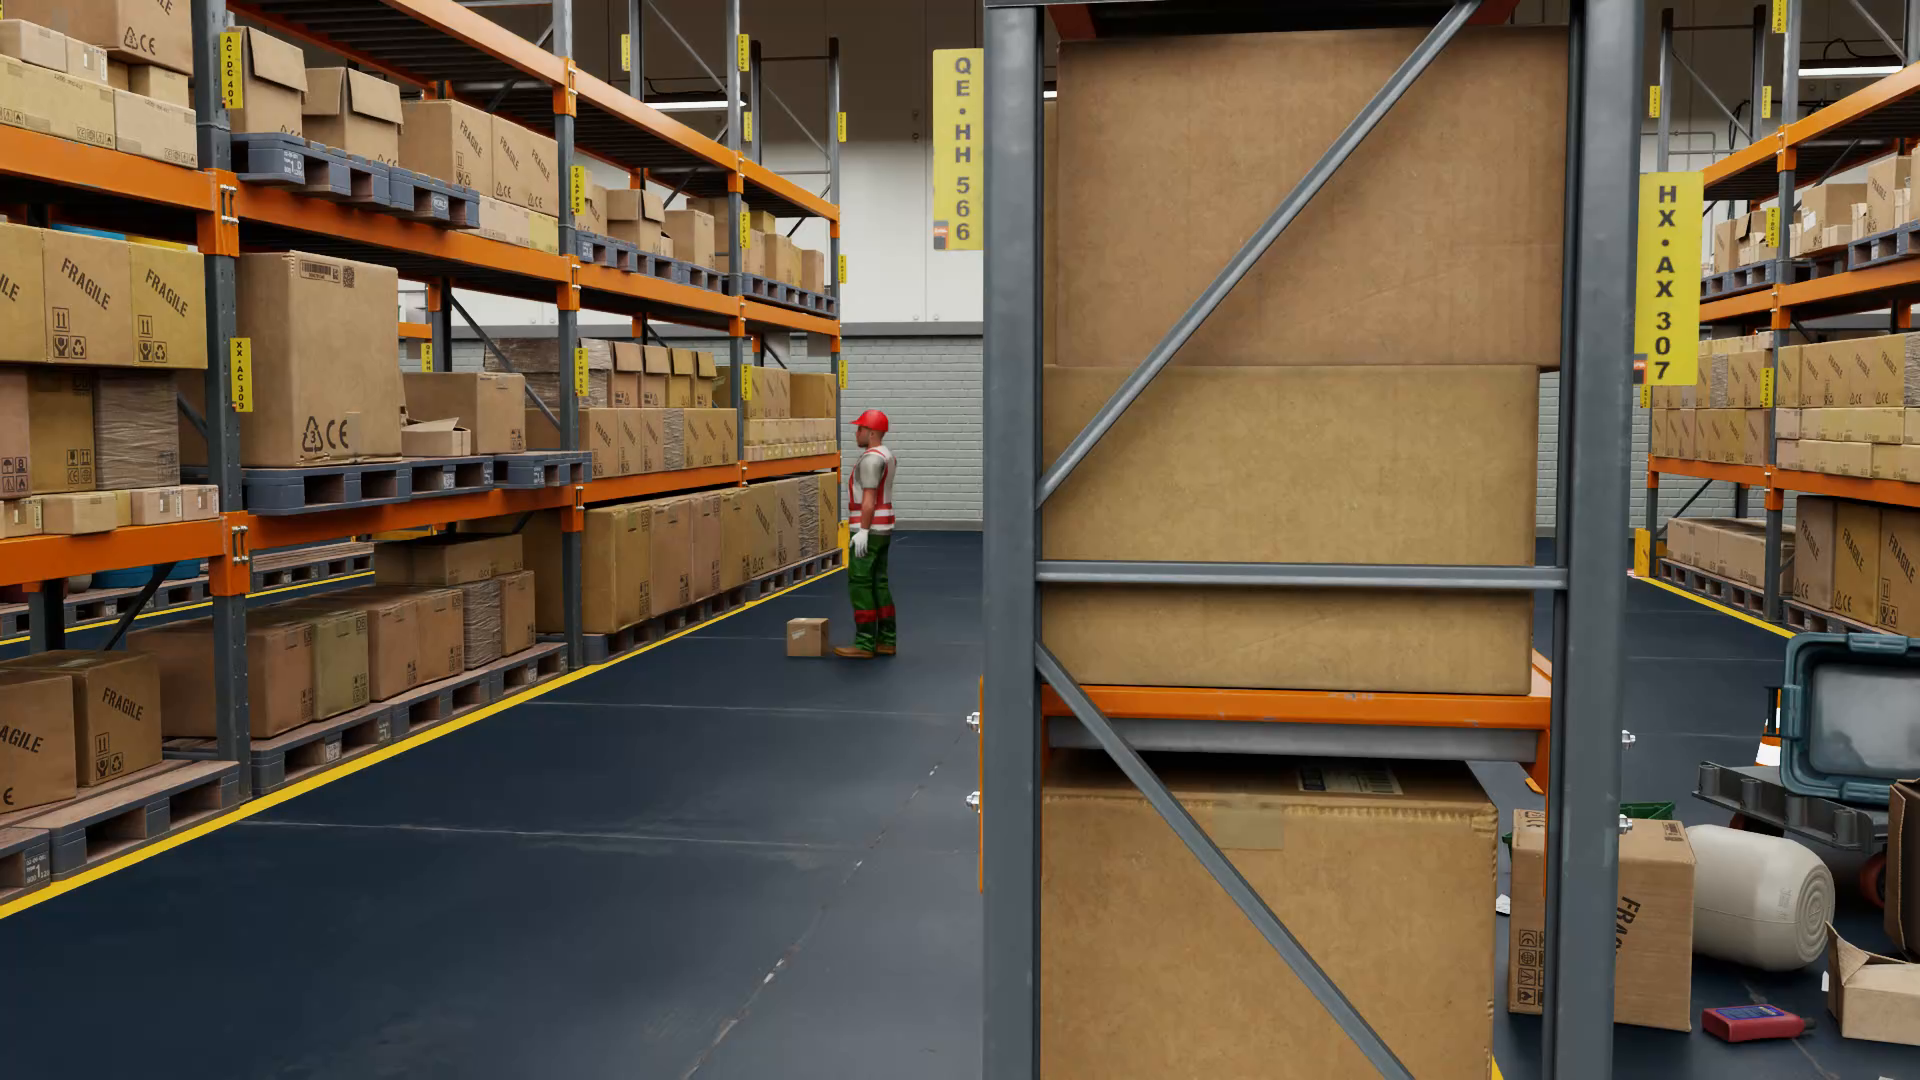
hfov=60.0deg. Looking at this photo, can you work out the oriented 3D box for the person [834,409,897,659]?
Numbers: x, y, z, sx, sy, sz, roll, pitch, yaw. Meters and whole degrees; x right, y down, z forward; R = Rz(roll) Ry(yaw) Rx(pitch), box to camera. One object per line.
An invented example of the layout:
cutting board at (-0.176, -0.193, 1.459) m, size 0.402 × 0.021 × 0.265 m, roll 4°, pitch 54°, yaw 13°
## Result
person at (-0.686, -0.046, 12.032) m, size 0.414 × 1.793 × 0.525 m, roll 1°, pitch 4°, yaw 10°
